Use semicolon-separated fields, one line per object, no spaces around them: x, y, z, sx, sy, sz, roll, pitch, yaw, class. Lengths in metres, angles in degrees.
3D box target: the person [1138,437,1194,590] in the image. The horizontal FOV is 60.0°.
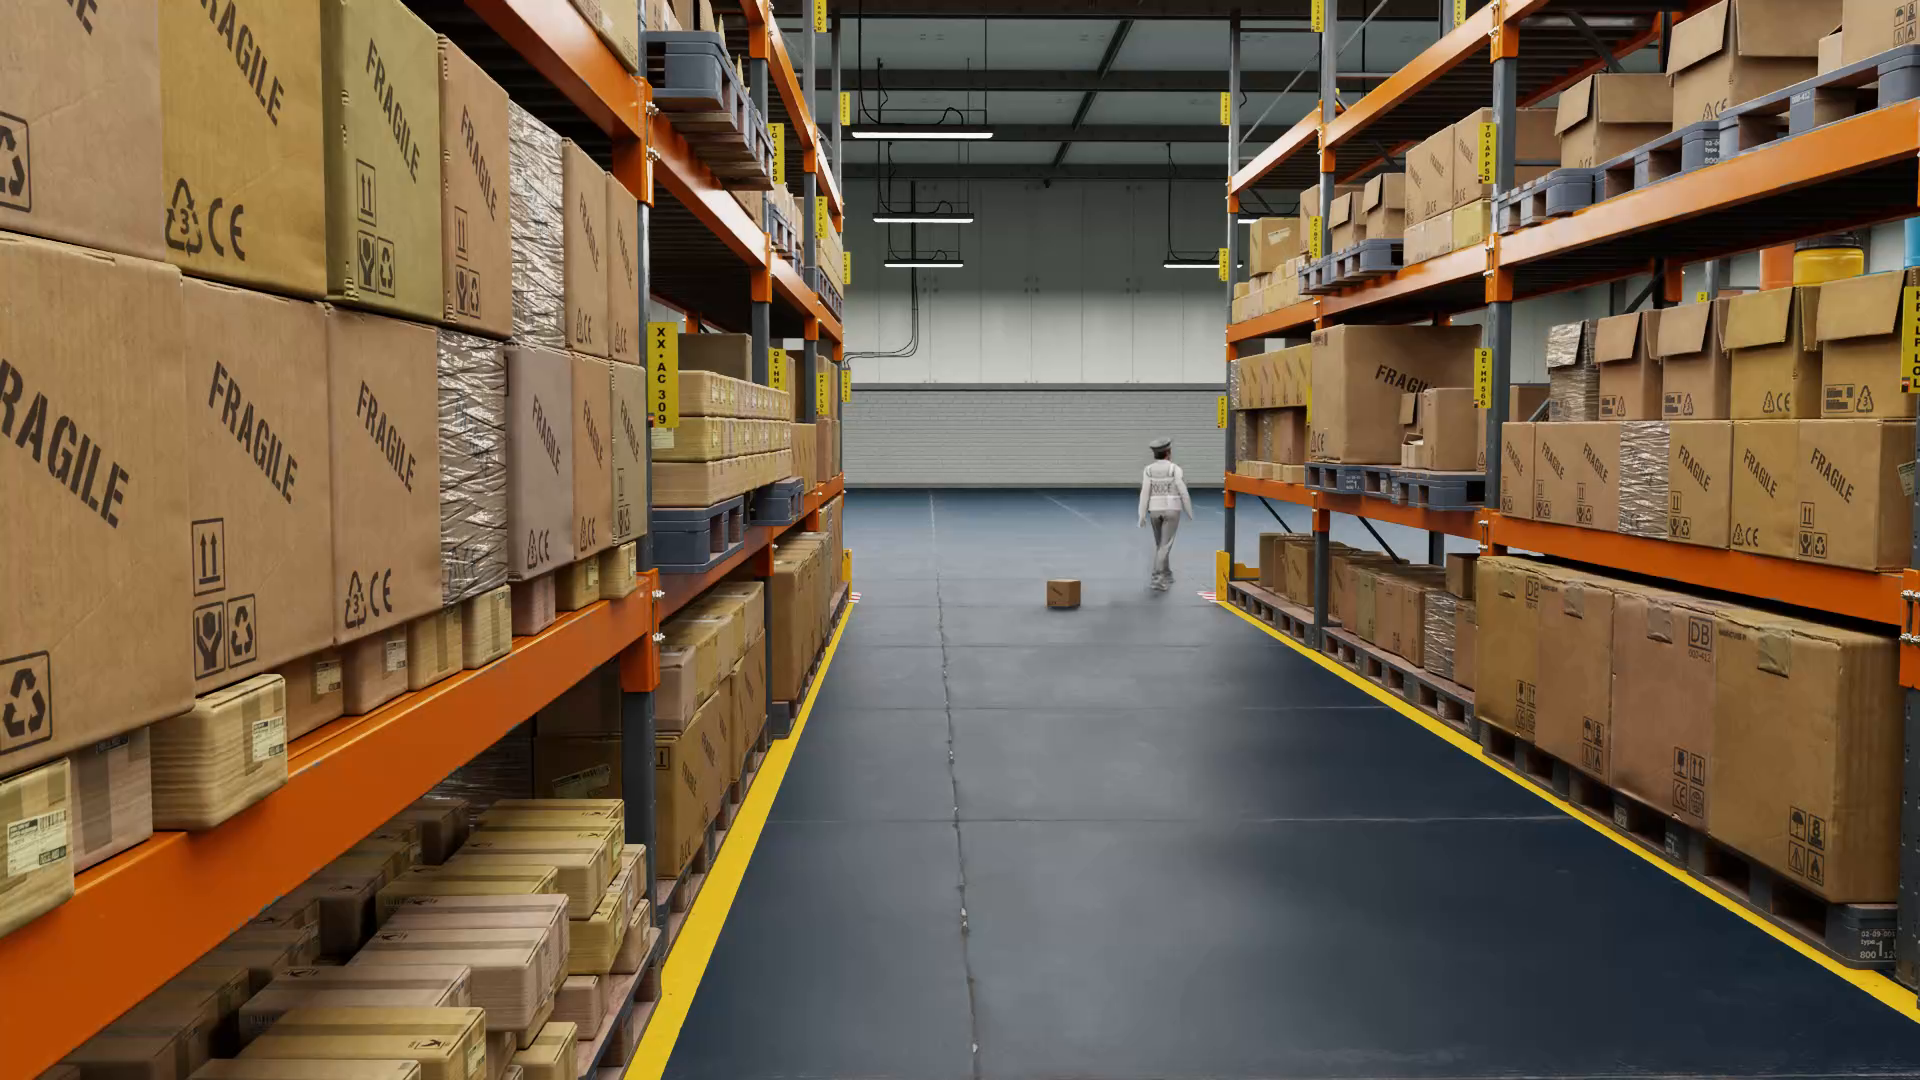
2.268;-0.298;18.000;0.526;1.637;0.986;3;5;34;person
